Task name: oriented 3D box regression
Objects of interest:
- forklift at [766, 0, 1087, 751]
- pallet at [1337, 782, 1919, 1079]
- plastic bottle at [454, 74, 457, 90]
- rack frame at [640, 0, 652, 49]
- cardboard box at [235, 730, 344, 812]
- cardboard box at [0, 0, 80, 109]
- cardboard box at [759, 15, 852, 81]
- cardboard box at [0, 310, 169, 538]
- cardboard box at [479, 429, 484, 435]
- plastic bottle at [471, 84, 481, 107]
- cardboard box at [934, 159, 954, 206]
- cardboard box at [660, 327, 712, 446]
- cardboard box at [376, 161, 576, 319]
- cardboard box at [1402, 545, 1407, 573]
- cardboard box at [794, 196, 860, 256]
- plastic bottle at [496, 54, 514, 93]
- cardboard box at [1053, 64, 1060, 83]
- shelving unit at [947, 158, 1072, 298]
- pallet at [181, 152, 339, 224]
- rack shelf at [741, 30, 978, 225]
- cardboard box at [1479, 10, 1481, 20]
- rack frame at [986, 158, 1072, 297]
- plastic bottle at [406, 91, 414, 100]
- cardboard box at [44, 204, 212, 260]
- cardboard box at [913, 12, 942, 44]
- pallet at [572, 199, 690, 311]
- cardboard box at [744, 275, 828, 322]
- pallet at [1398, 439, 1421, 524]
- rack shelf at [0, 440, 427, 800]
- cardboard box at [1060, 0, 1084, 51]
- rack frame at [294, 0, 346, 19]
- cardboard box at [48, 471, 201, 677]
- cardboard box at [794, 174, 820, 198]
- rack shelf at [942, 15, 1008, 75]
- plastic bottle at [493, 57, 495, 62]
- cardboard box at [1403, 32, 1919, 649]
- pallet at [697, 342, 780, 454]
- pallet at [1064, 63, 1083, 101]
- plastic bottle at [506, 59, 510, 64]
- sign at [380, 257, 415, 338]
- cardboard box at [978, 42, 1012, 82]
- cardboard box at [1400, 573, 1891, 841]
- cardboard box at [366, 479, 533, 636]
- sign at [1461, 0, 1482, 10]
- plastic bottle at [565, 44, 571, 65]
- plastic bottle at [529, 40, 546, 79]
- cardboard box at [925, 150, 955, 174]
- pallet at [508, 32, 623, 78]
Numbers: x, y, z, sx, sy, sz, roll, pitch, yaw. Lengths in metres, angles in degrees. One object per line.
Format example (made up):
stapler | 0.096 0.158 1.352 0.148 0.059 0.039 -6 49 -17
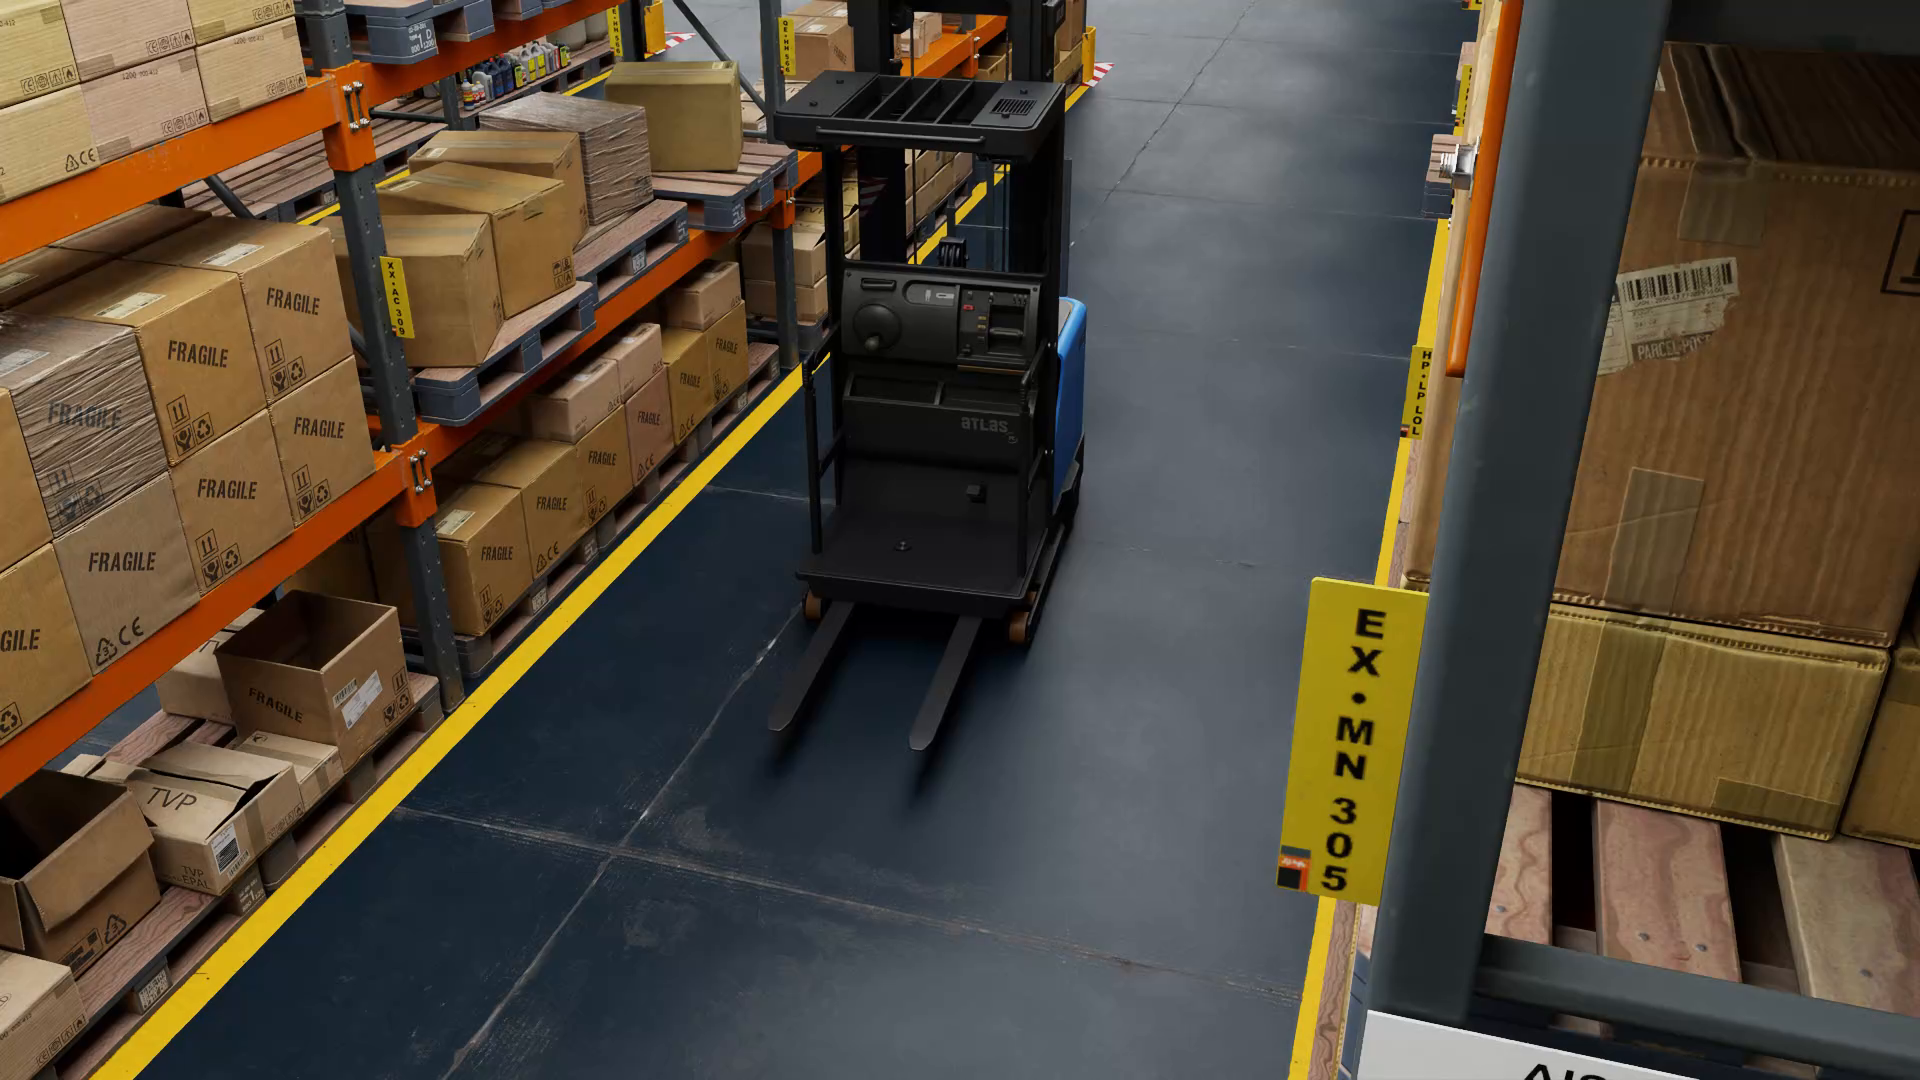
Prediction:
forklift | -0.139 -0.984 7.505 1.130 2.935 3.031 6 30 11
pallet | 1.058 0.309 2.115 1.003 0.211 1.213 8 30 15
plastic bottle | -4.979 -4.485 16.077 0.152 0.276 0.135 8 30 15
rack frame | -3.924 -6.922 18.108 1.000 3.000 0.127 8 30 15
cardboard box | -2.661 0.905 6.518 0.380 0.149 0.250 8 30 15
cardboard box | -2.894 -1.372 4.685 0.500 0.250 0.500 8 30 15
cardboard box | -1.061 -3.322 11.533 0.500 0.500 0.500 7 30 12
cardboard box | -2.909 -0.373 5.204 0.500 0.500 0.500 9 30 15
cardboard box | -2.540 -0.469 8.625 0.500 0.500 0.500 9 30 15
plastic bottle | -4.555 -4.165 15.578 0.097 0.201 0.097 0 29 0
cardboard box | -0.359 -2.868 13.216 0.500 0.250 0.500 8 30 14
cardboard box | -1.740 -0.887 9.378 0.500 0.500 0.500 7 30 13
cardboard box | -2.218 -1.381 7.612 0.700 0.500 0.500 13 32 23
cardboard box | 2.349 0.090 7.282 0.750 0.750 0.750 9 30 16
cardboard box | -0.957 -2.170 11.384 0.500 0.311 0.500 8 30 14
plastic bottle | -4.409 -4.502 16.029 0.144 0.351 0.185 7 30 13
cardboard box | 0.655 -4.437 16.038 0.500 0.250 0.500 8 30 15
shelving unit | 0.290 -1.339 9.615 0.538 1.500 1.048 6 30 11
pallet | -5.648 -2.905 13.756 1.003 0.211 1.213 8 30 15
rack shelf | -0.951 -3.111 11.997 1.077 0.370 4.000 8 30 15
cardboard box | 4.216 -4.184 12.549 0.500 0.500 0.500 8 30 15
rack frame | 0.403 -1.580 10.048 0.500 1.500 0.032 6 30 11
plastic bottle | -5.272 -4.339 15.806 0.061 0.283 0.133 10 31 17
cardboard box | -3.119 -0.939 6.221 0.500 0.500 0.500 9 30 16
cardboard box | -0.467 -4.054 13.106 0.500 0.250 0.500 10 31 18
pallet | -2.104 -1.508 8.572 1.003 0.211 1.213 8 30 15
cardboard box | -1.103 -1.679 11.080 0.500 0.250 0.500 8 30 15
pallet | 2.895 -0.216 8.922 1.003 0.211 1.213 8 30 15
rack shelf | -3.299 0.607 5.314 1.077 0.370 4.000 8 30 15
cardboard box | 0.937 -5.232 16.694 0.500 0.500 0.500 8 30 15
rack frame | -2.712 -3.259 5.351 1.000 3.000 0.127 8 30 15
cardboard box | -2.912 0.067 5.441 0.500 0.500 0.500 9 30 16
cardboard box | -1.322 -2.478 11.939 0.500 0.311 0.500 8 30 15
rack shelf | 0.223 -4.970 15.338 1.077 0.370 4.000 8 30 15
plastic bottle | -4.838 -5.027 17.042 0.061 0.283 0.133 9 30 16
cardboard box | 0.804 -0.252 1.880 0.500 0.500 0.500 8 30 15
pallet | -1.793 -0.936 10.215 1.003 0.211 1.213 8 30 15
pallet | 0.626 -4.634 16.862 1.003 0.211 1.213 8 30 15
plastic bottle | -4.401 -4.541 16.181 0.097 0.271 0.097 0 29 0
sign | -2.191 -0.941 6.466 0.100 0.325 0.005 8 30 15
cardboard box | 0.211 -4.069 14.603 0.500 0.500 0.500 8 30 15
cardboard box | 0.812 0.076 2.061 0.500 0.250 0.500 9 30 16
cardboard box | -2.337 0.073 7.652 0.500 0.500 0.500 7 30 13
sign | 1.503 -1.679 4.742 0.100 0.325 0.005 8 30 15
plastic bottle | -4.044 -4.976 17.034 0.097 0.201 0.097 0 29 0
plastic bottle | -4.229 -4.786 16.539 0.144 0.351 0.185 10 31 17
cardboard box | -0.355 -3.110 13.074 0.500 0.311 0.500 9 30 16
pallet | -4.145 -5.285 18.033 1.003 0.211 1.213 8 30 15
